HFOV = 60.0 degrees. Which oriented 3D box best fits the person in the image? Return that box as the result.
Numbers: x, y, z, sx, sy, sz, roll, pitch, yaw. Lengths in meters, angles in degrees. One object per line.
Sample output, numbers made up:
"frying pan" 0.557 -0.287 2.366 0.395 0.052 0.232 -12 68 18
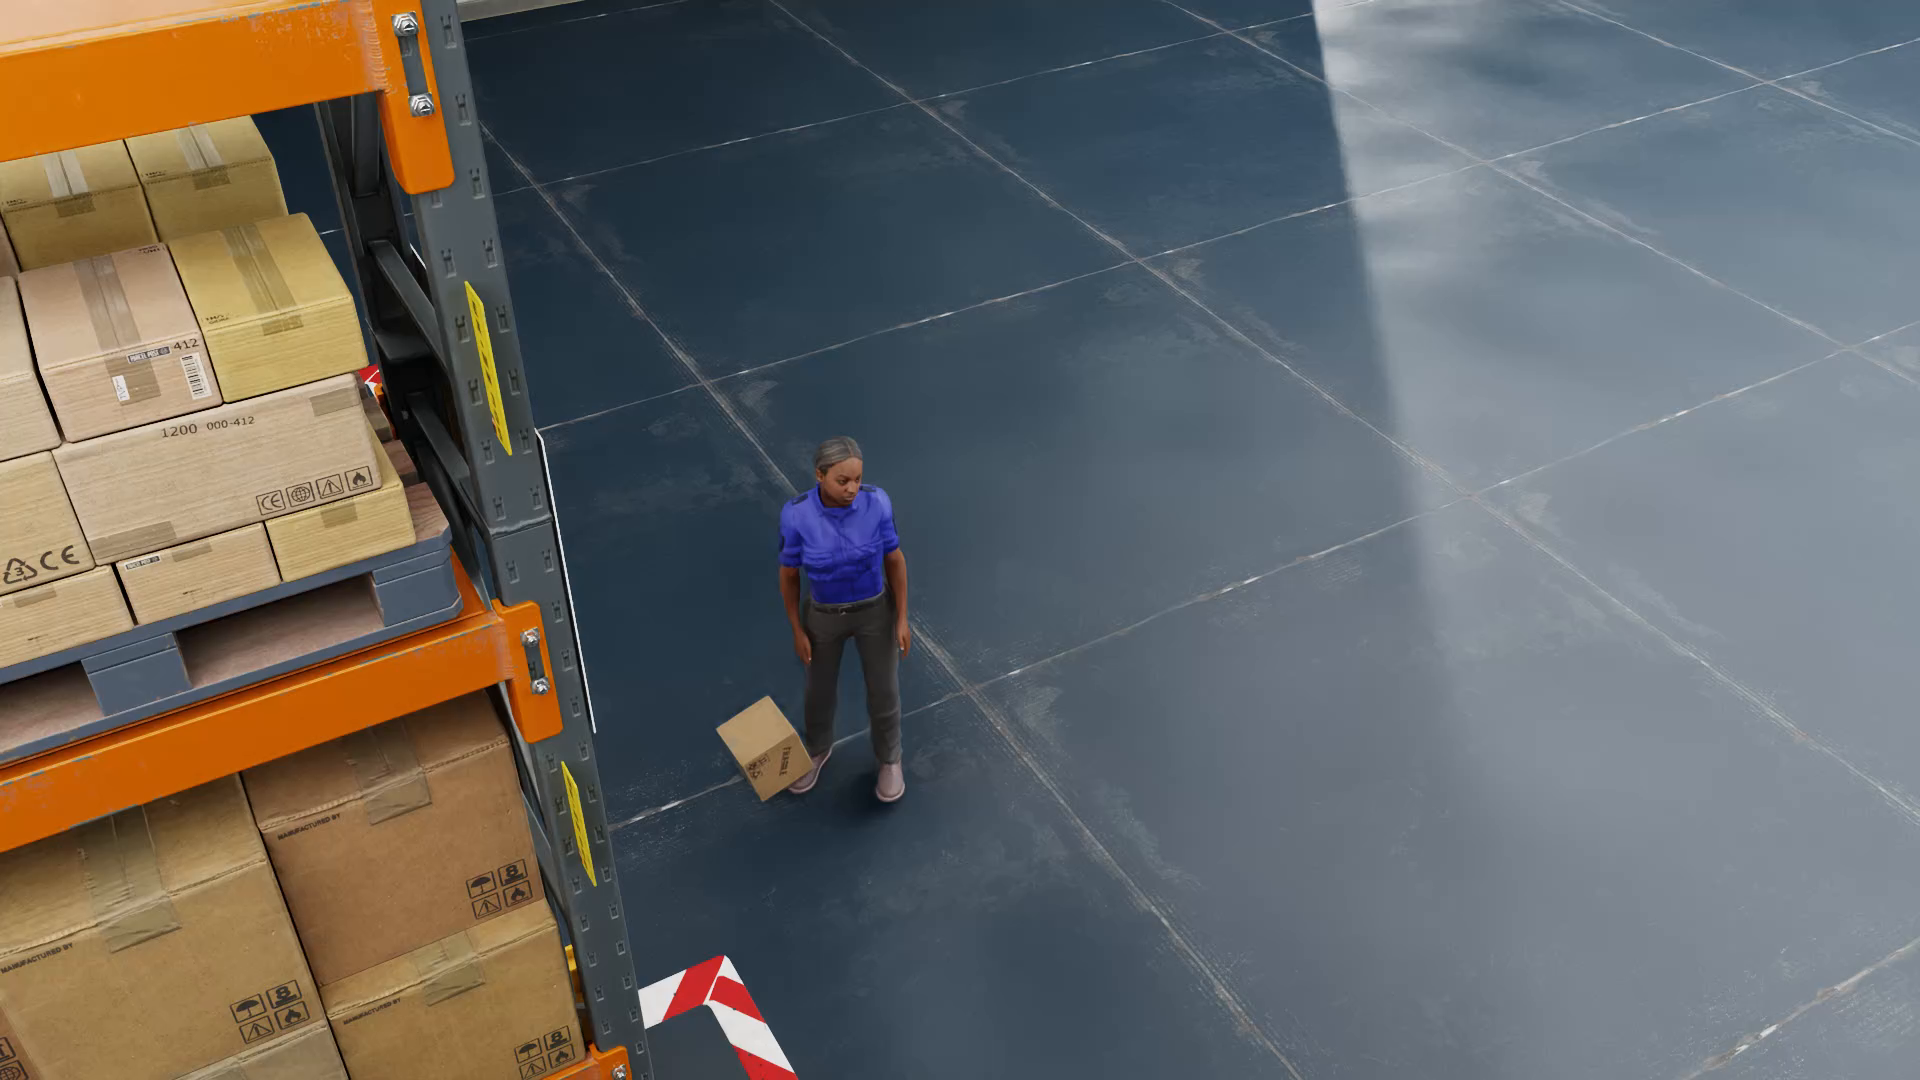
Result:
"person" -0.471 0.415 6.508 0.506 1.465 0.403 -5 37 -7
